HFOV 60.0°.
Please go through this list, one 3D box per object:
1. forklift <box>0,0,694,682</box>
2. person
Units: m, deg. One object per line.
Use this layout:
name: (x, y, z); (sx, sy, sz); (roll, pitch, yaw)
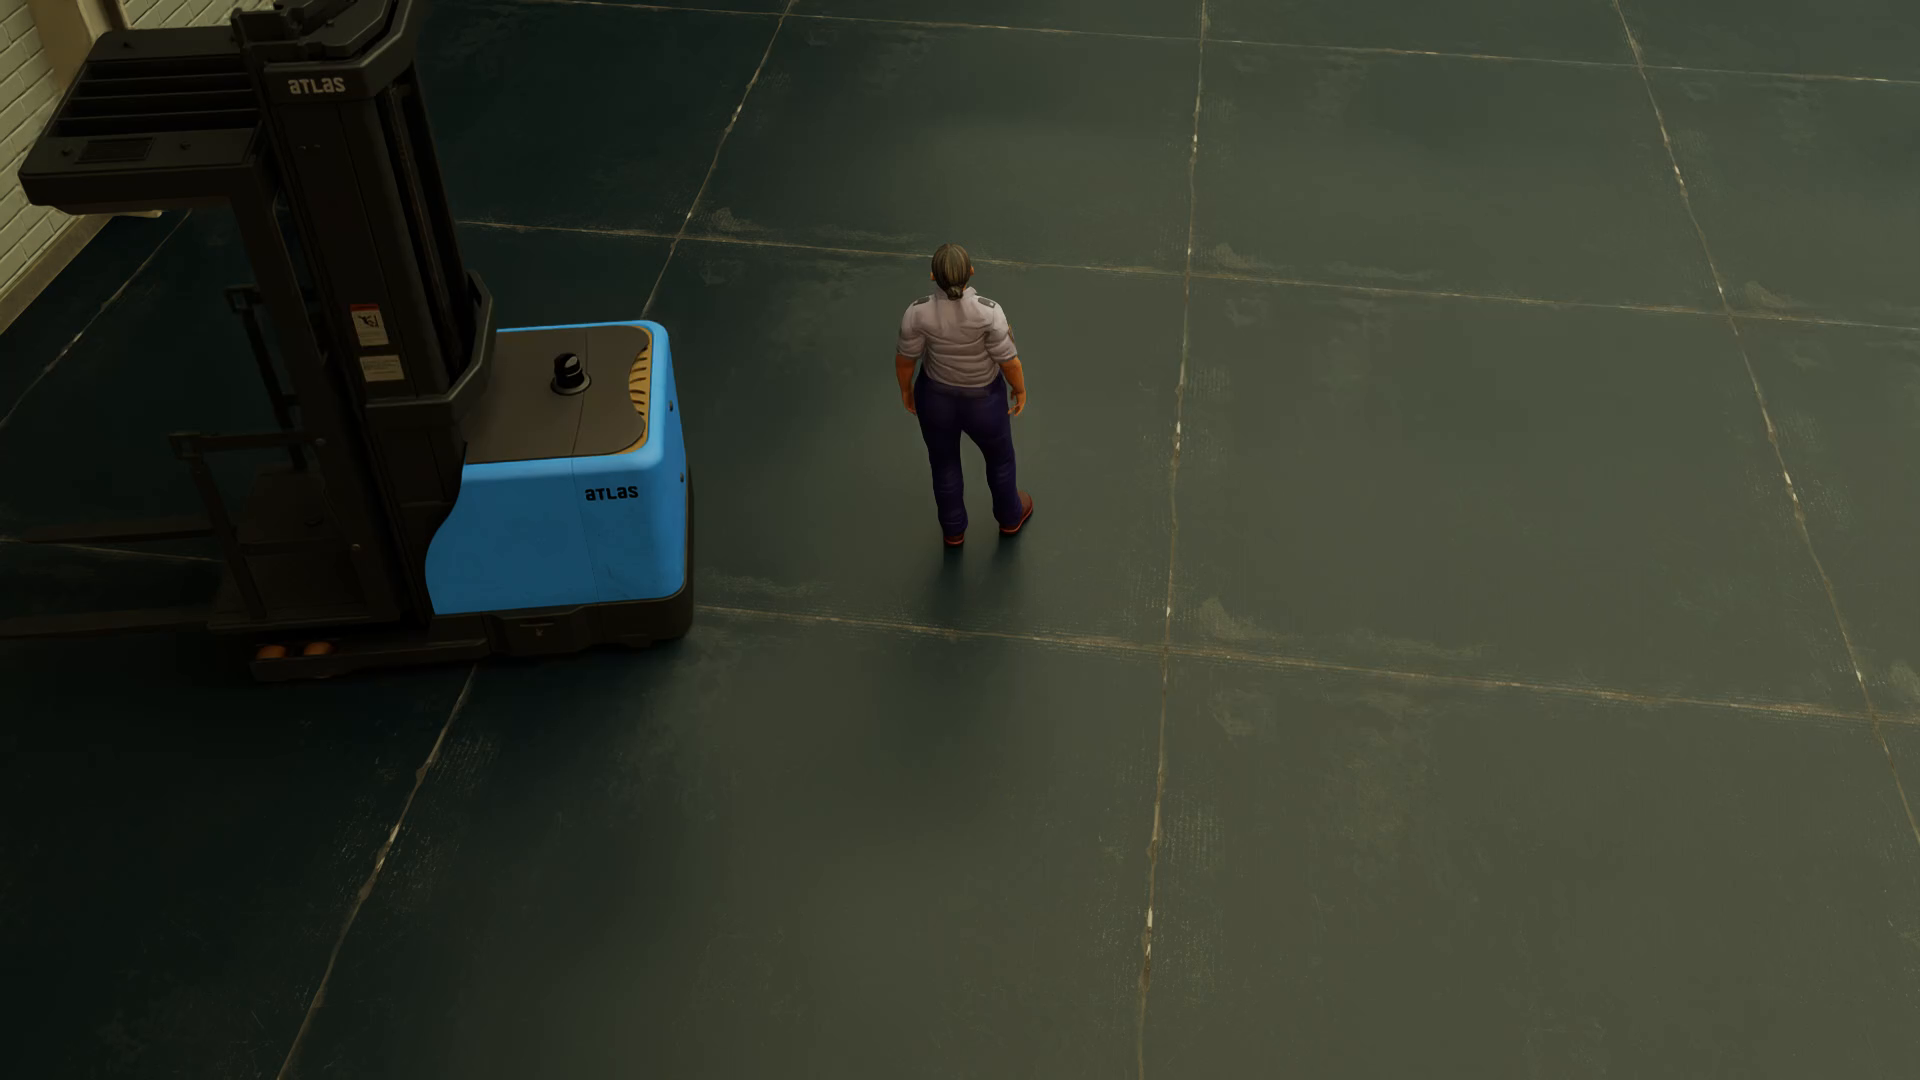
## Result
forklift: (-2.741, -0.841, 6.640); (3.031, 2.935, 1.130); (-4, 43, -5)
person: (0.034, -0.670, 7.391); (0.599, 1.650, 0.503); (5, 43, 6)
